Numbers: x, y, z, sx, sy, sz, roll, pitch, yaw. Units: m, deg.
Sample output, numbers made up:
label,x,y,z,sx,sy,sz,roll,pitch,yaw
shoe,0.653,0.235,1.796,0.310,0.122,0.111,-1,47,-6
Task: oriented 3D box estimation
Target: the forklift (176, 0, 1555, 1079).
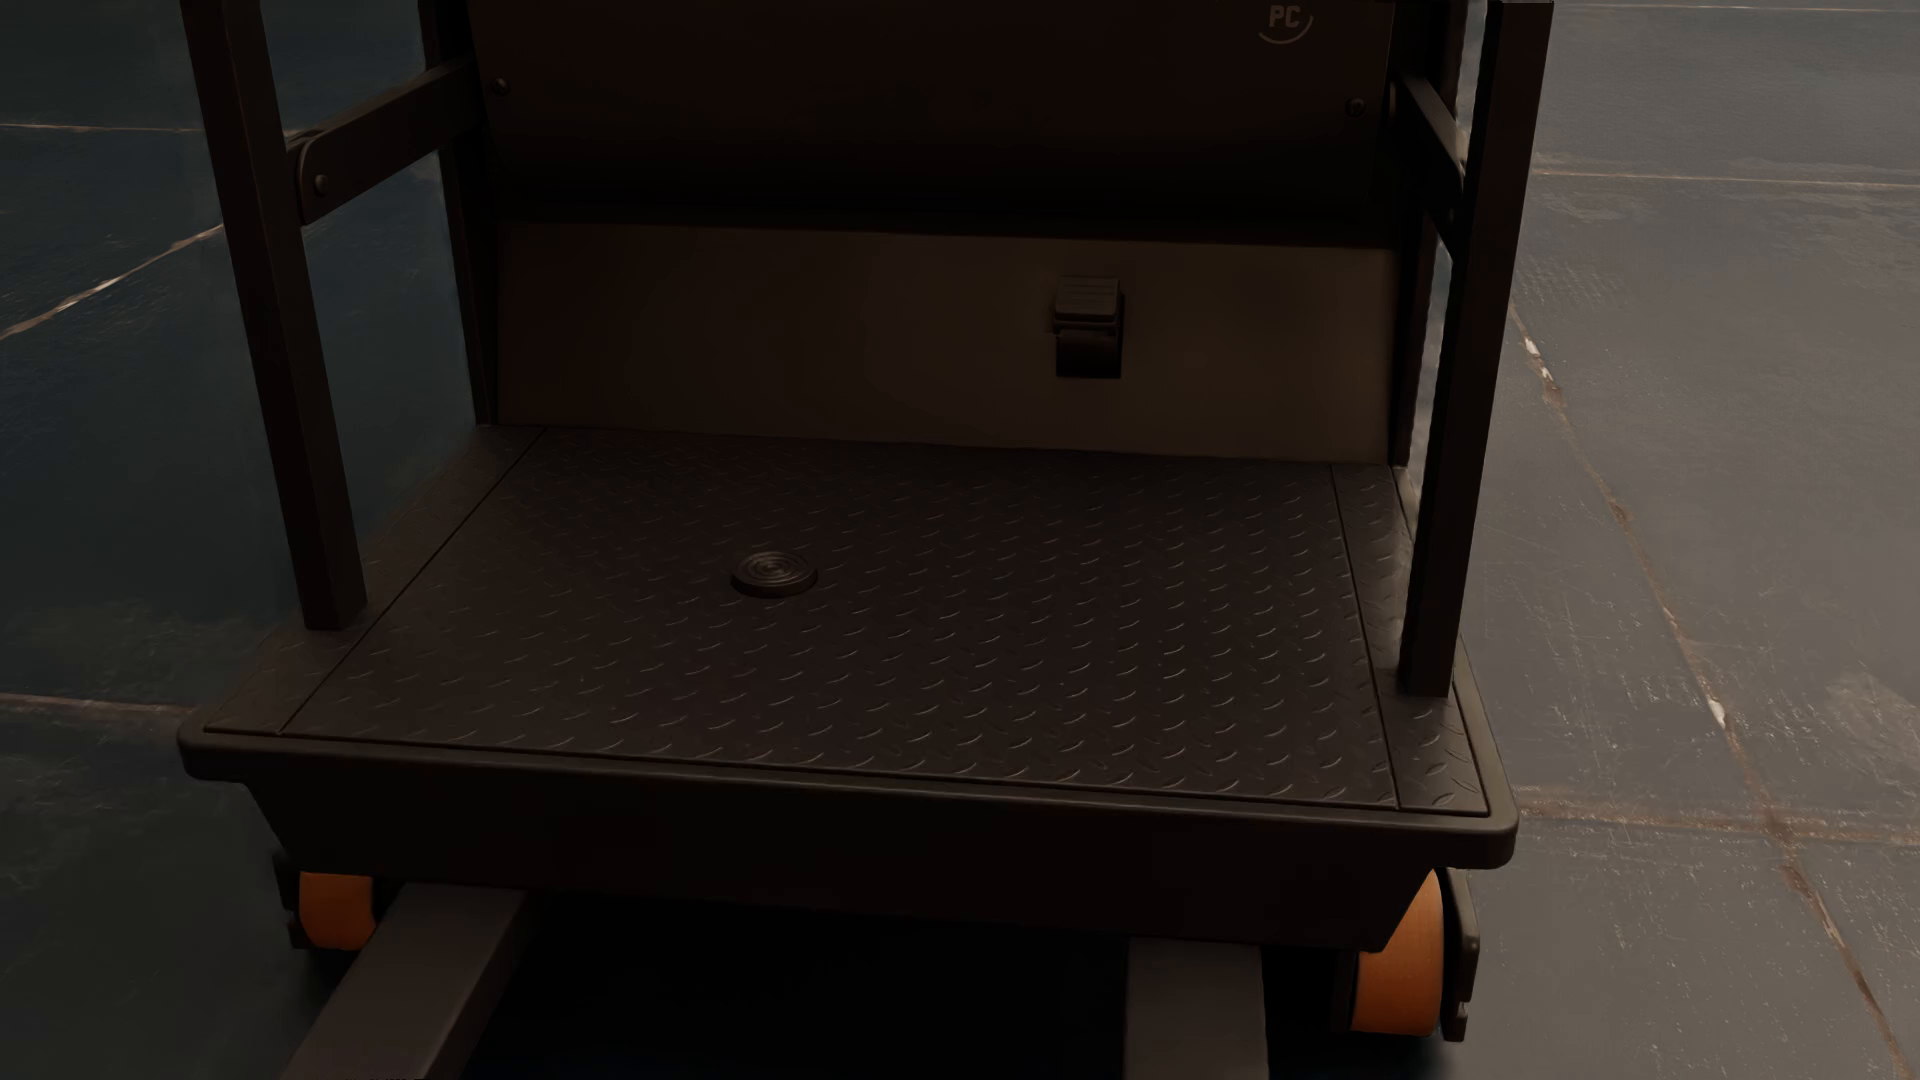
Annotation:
label,x,y,z,sx,sy,sz,roll,pitch,yaw
forklift,-0.059,-1.009,1.239,1.130,2.935,3.031,3,27,6
